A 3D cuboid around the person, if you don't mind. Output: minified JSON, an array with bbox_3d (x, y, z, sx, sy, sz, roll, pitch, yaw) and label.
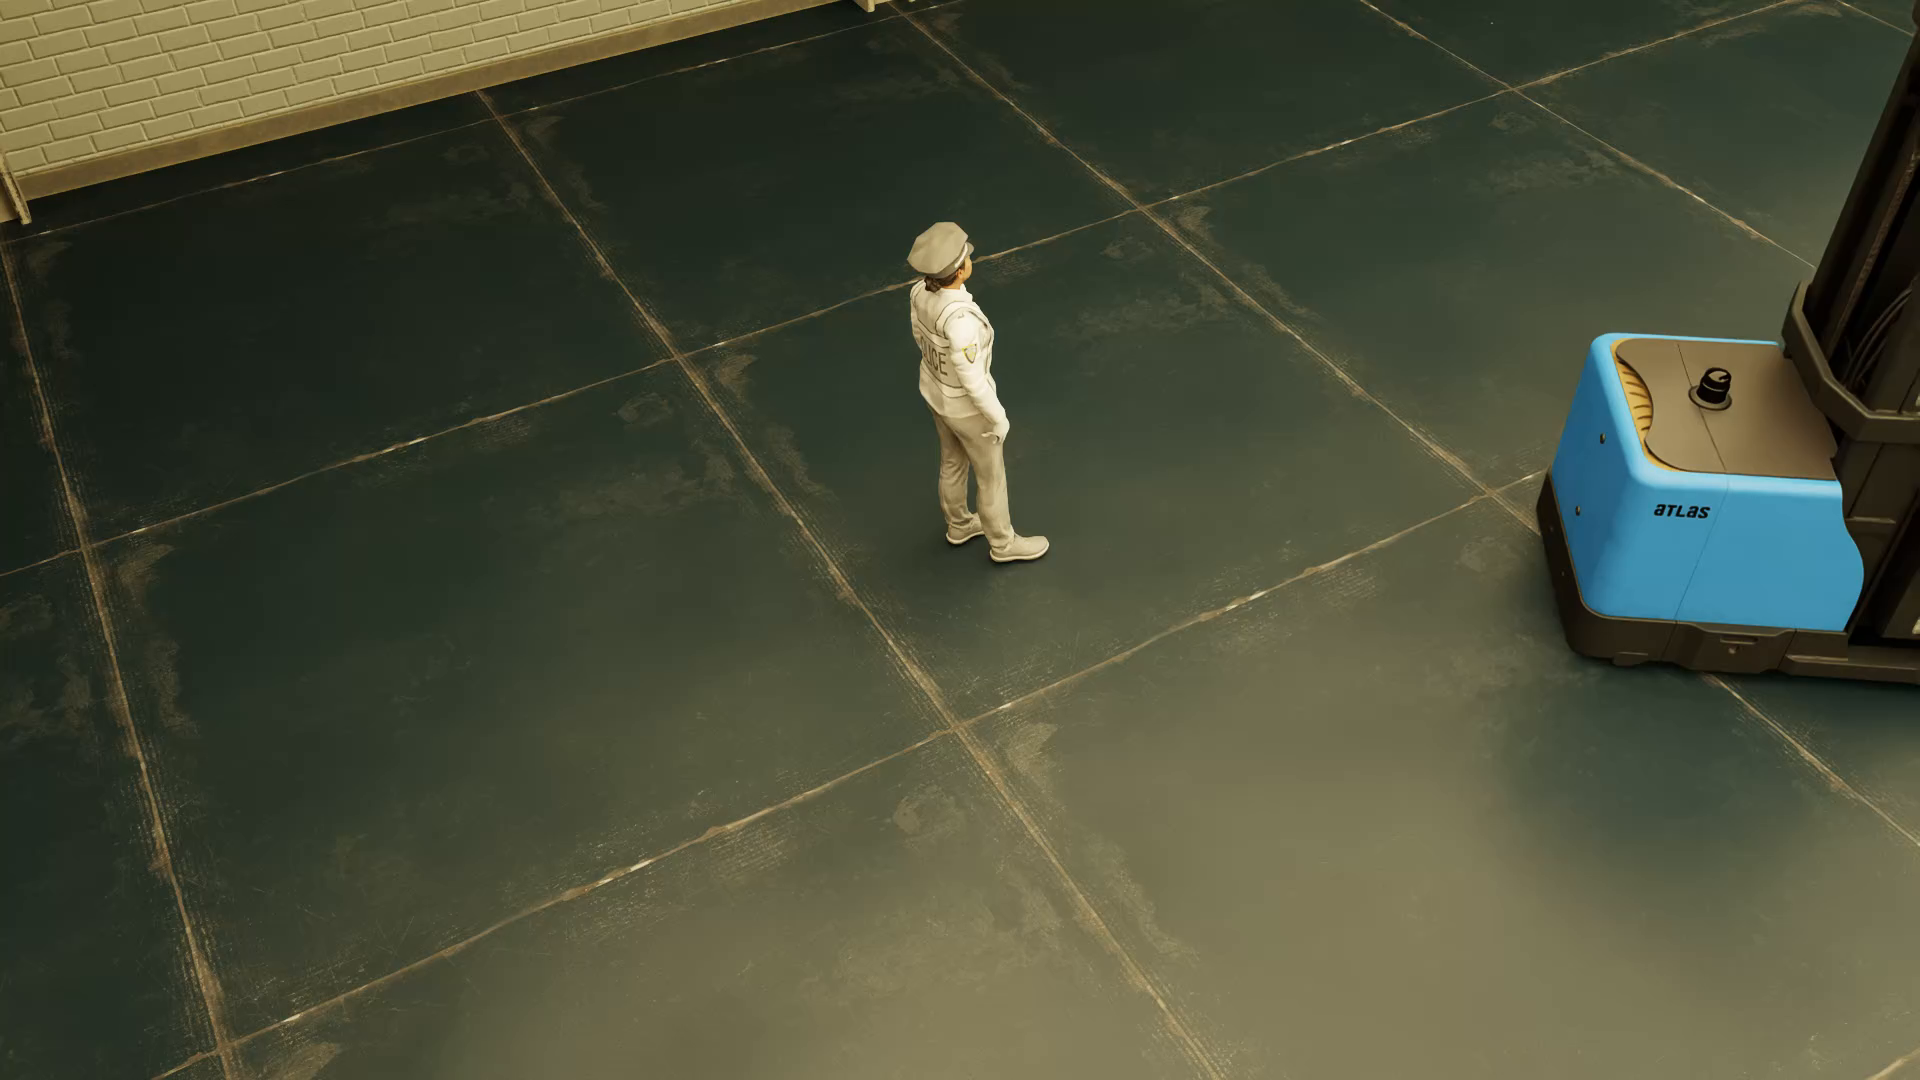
[{"bbox_3d":[0.061,-0.645,7.292,0.533,1.696,0.588,-21,47,-21],"label":"person"}]

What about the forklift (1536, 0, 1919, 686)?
[{"bbox_3d":[4.204,-0.779,6.538,3.031,2.935,1.130,4,43,4],"label":"forklift"}]
